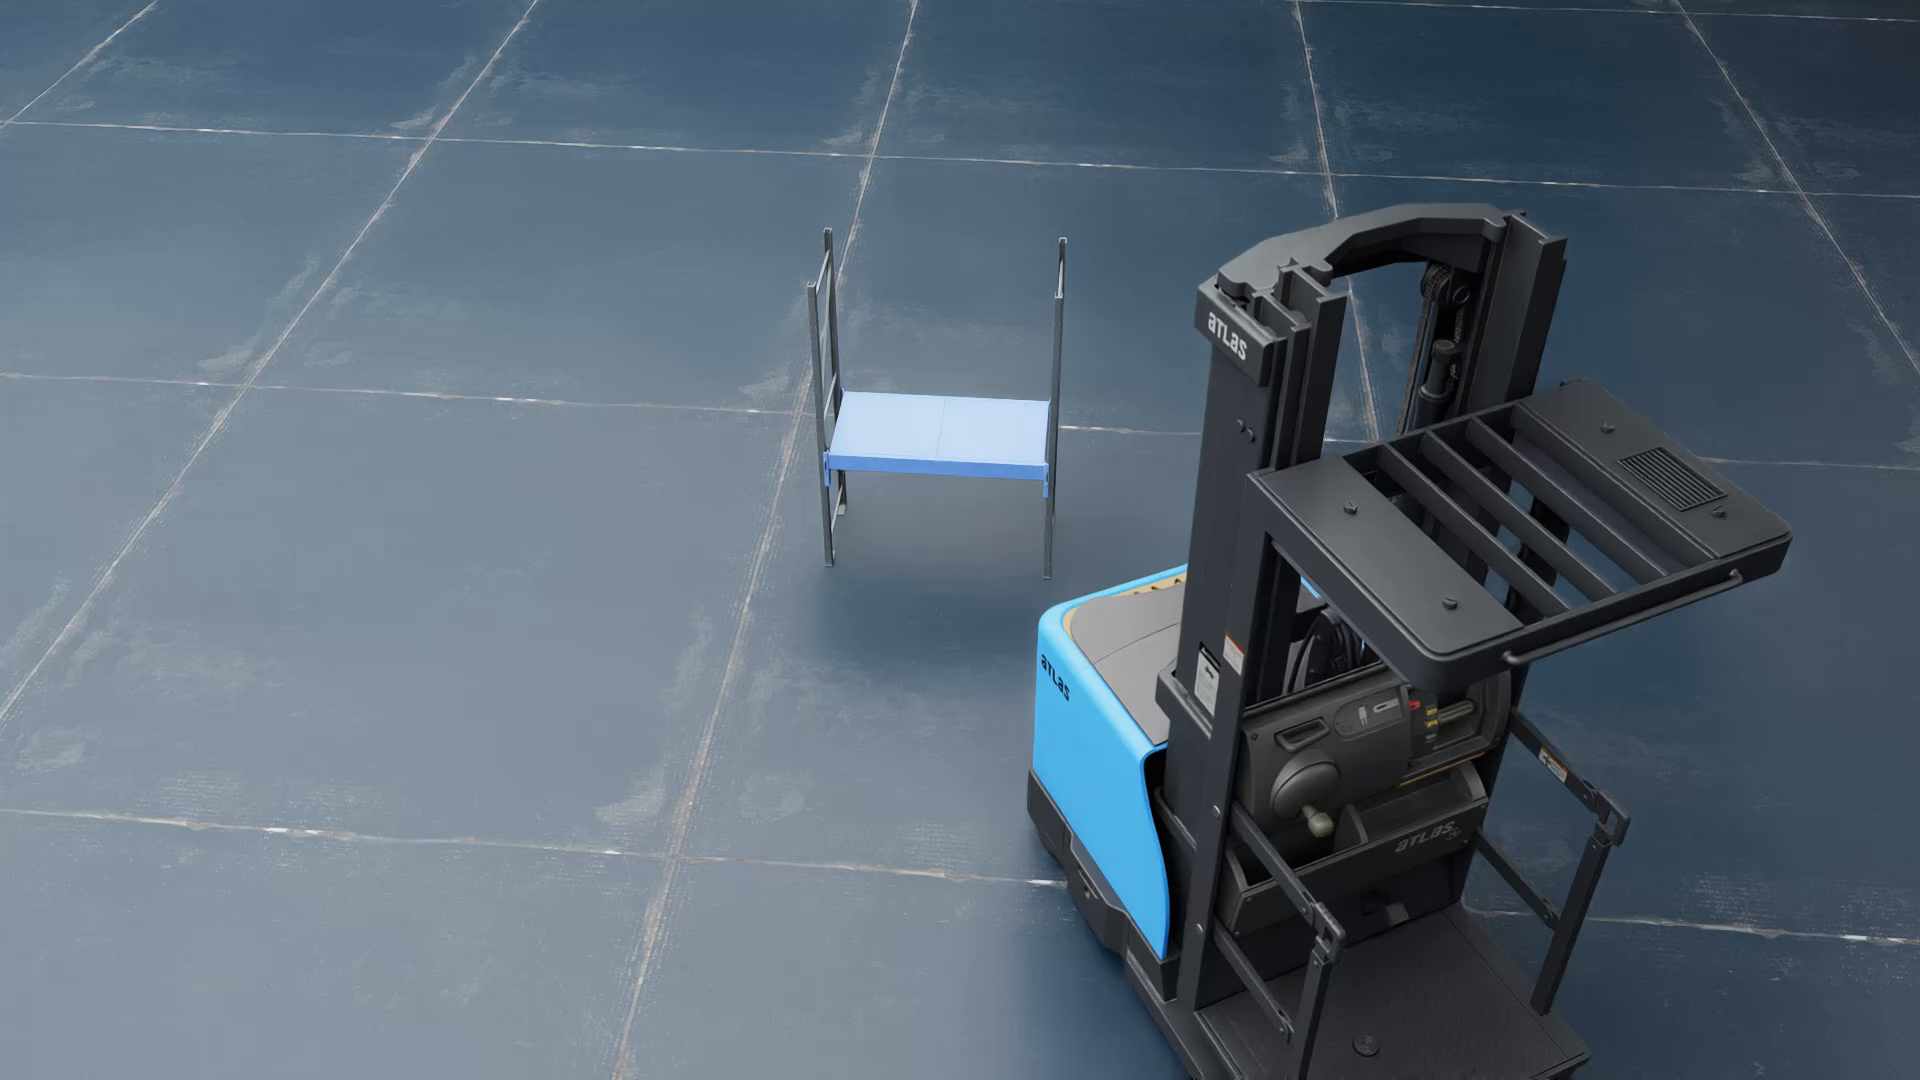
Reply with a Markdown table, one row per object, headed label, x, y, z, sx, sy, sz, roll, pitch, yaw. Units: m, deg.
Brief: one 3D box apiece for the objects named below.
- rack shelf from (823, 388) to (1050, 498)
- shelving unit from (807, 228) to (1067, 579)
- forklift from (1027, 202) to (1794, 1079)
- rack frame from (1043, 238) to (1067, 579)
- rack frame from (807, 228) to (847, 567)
| label | x | y | z | sx | sy | sz | roll | pitch | yaw |
| --- | --- | --- | --- | --- | --- | --- | --- | --- | --- |
| rack shelf | -0.085 | -0.447 | 7.566 | 1.000 | 0.185 | 0.538 | 3 | 39 | 4 |
| shelving unit | -0.085 | -0.586 | 7.453 | 1.048 | 1.500 | 0.538 | 3 | 39 | 4 |
| forklift | 1.341 | 0.661 | 4.787 | 1.130 | 2.935 | 3.031 | -16 | 42 | -19 |
| rack frame | 0.421 | -0.559 | 7.419 | 0.032 | 1.500 | 0.500 | 3 | 39 | 4 |
| rack frame | -0.591 | -0.614 | 7.487 | 0.032 | 1.500 | 0.500 | 3 | 39 | 4 |
